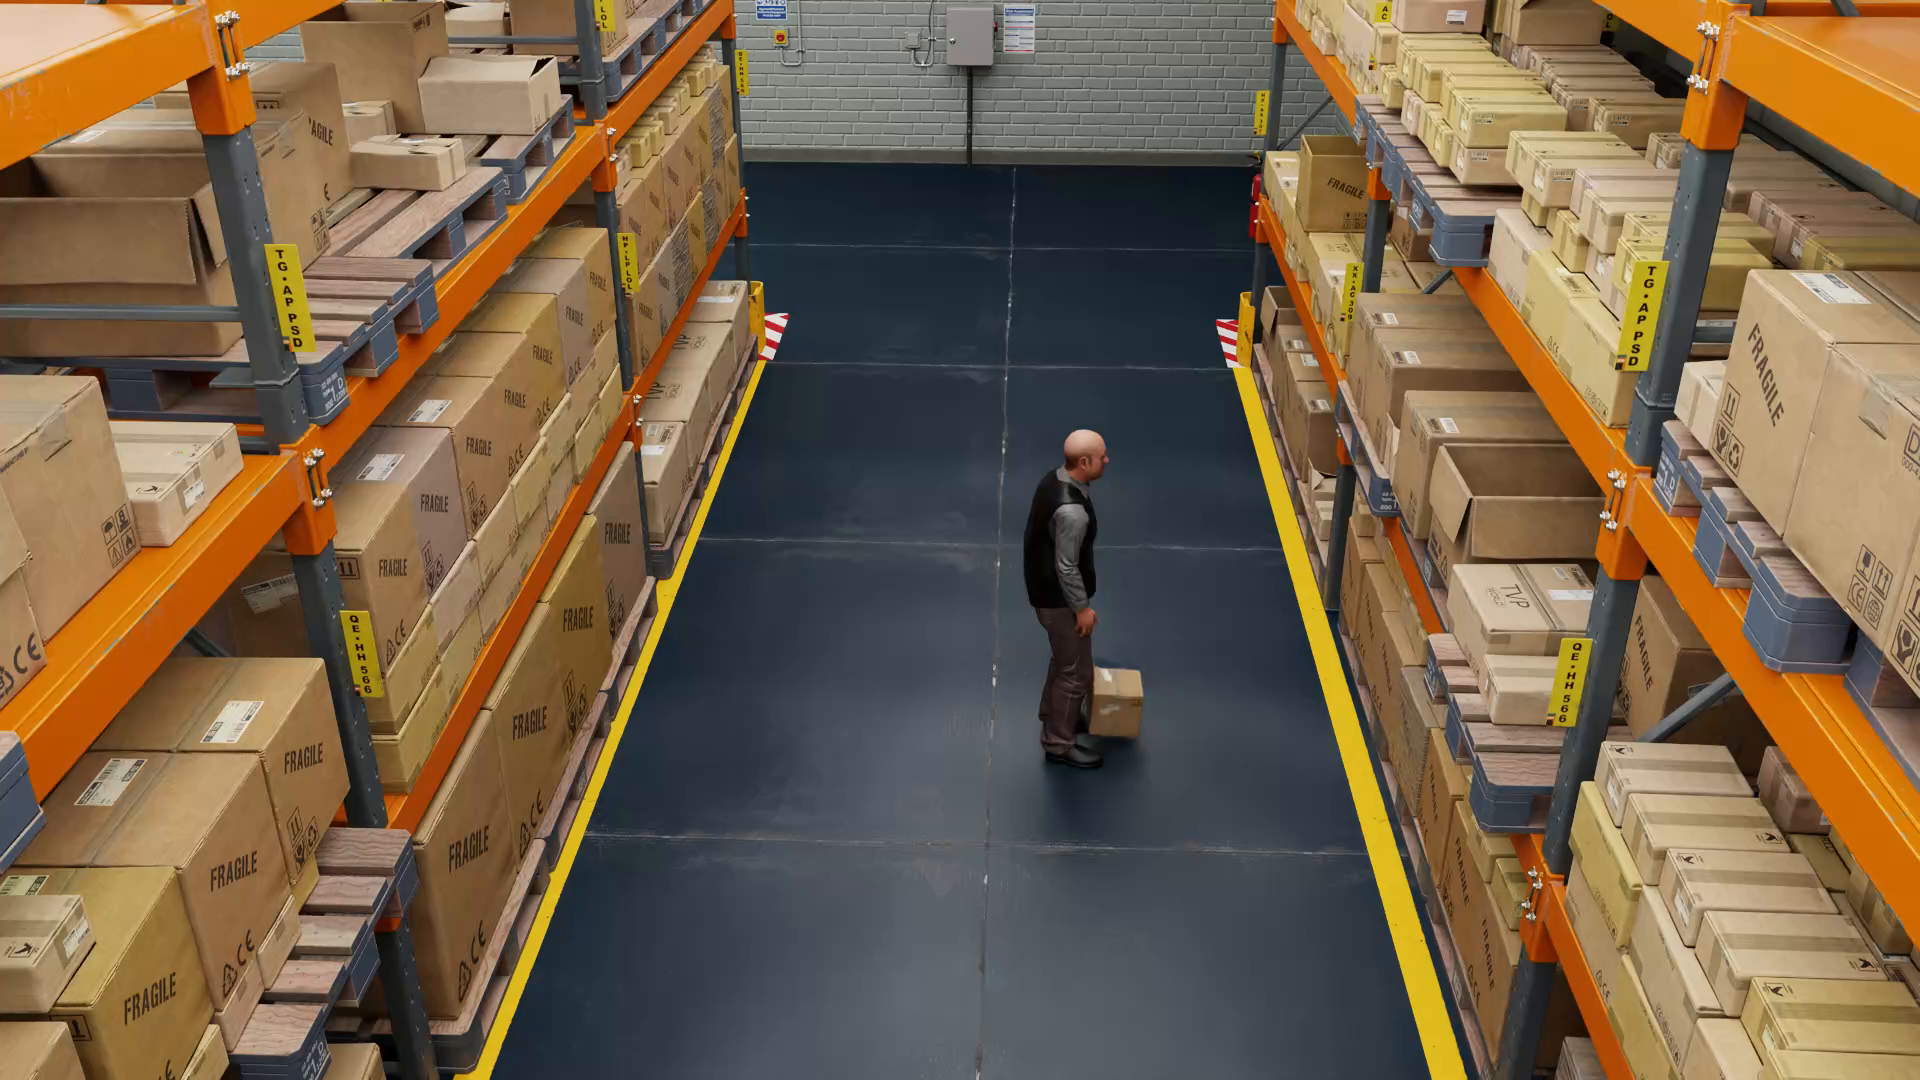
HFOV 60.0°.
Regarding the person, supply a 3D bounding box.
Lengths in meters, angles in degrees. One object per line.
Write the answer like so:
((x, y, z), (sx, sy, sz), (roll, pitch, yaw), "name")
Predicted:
((0.516, 0.260, 8.152), (0.423, 1.722, 0.568), (0, 28, 0), "person")
